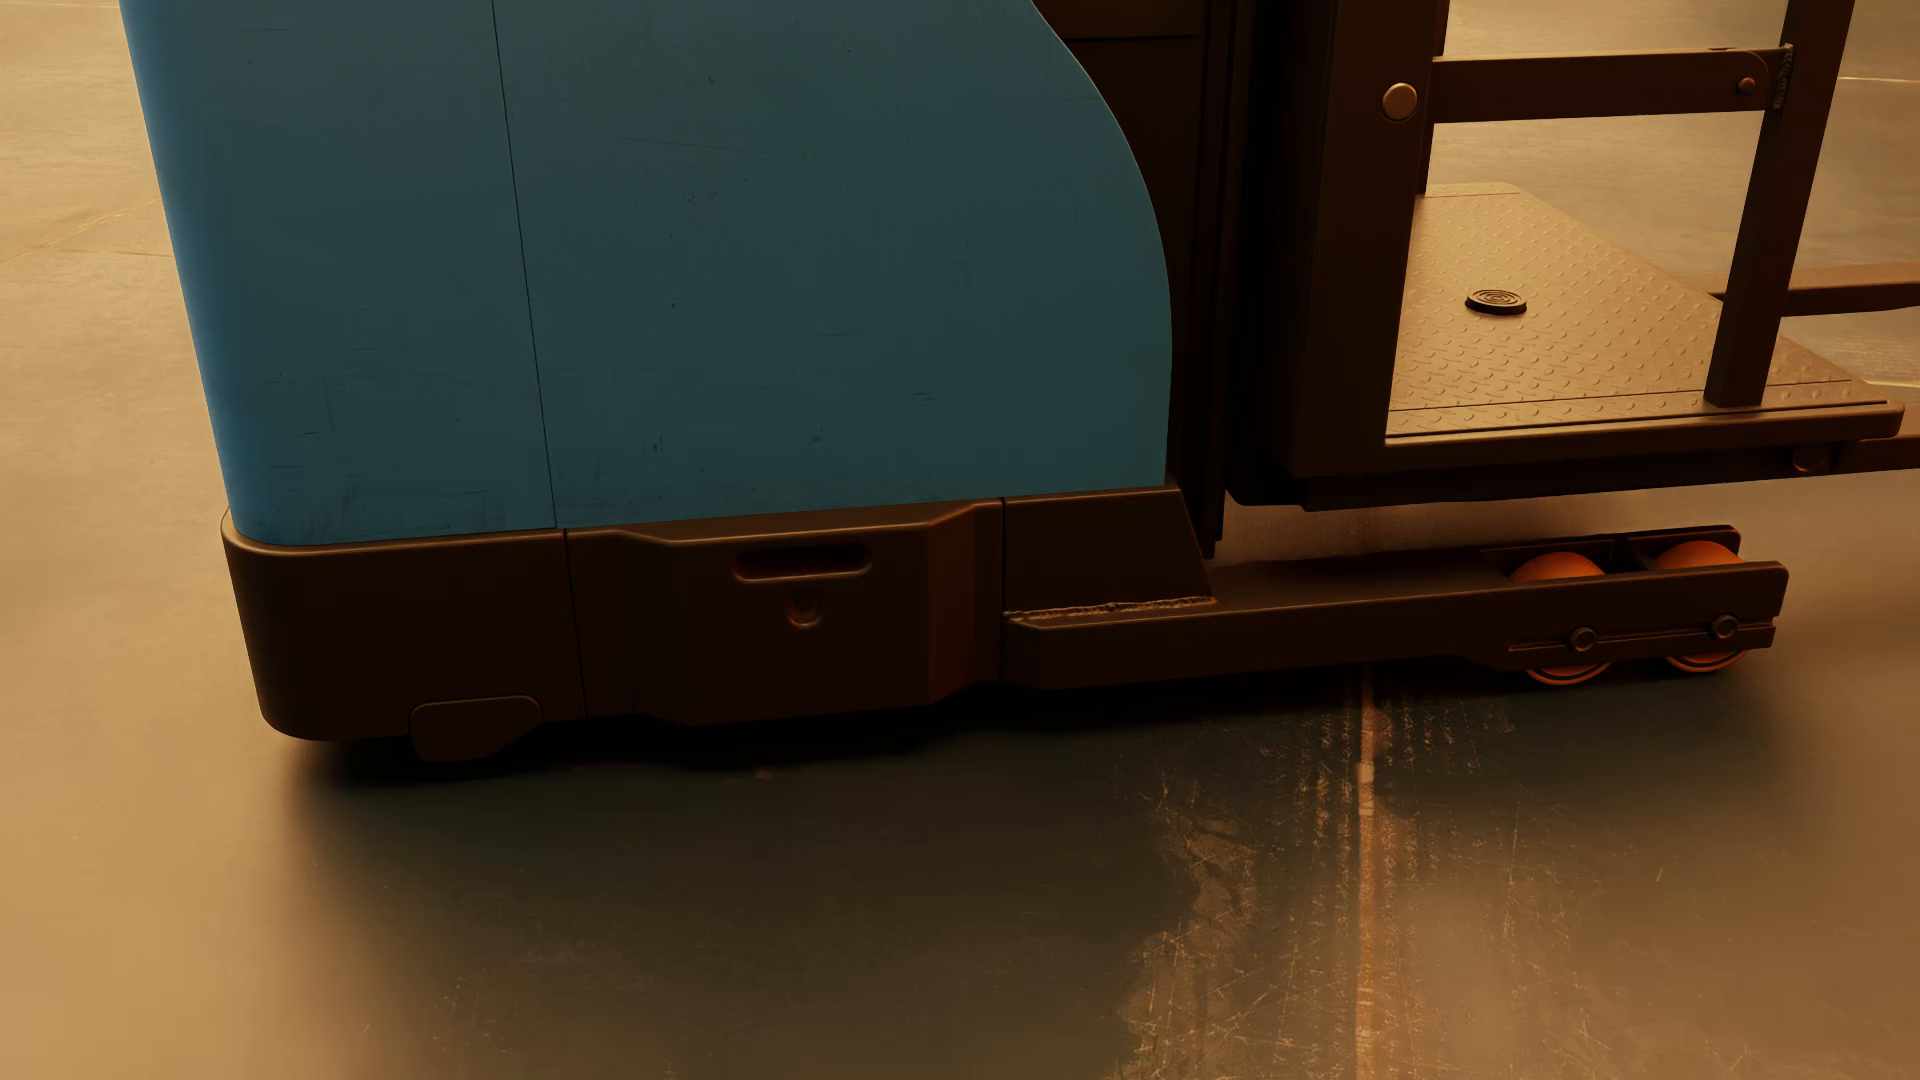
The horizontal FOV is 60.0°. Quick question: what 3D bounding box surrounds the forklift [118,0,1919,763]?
[{"bbox_3d":[0.600,-1.354,1.930,3.031,2.935,1.130,-4,27,-9],"label":"forklift"}]
